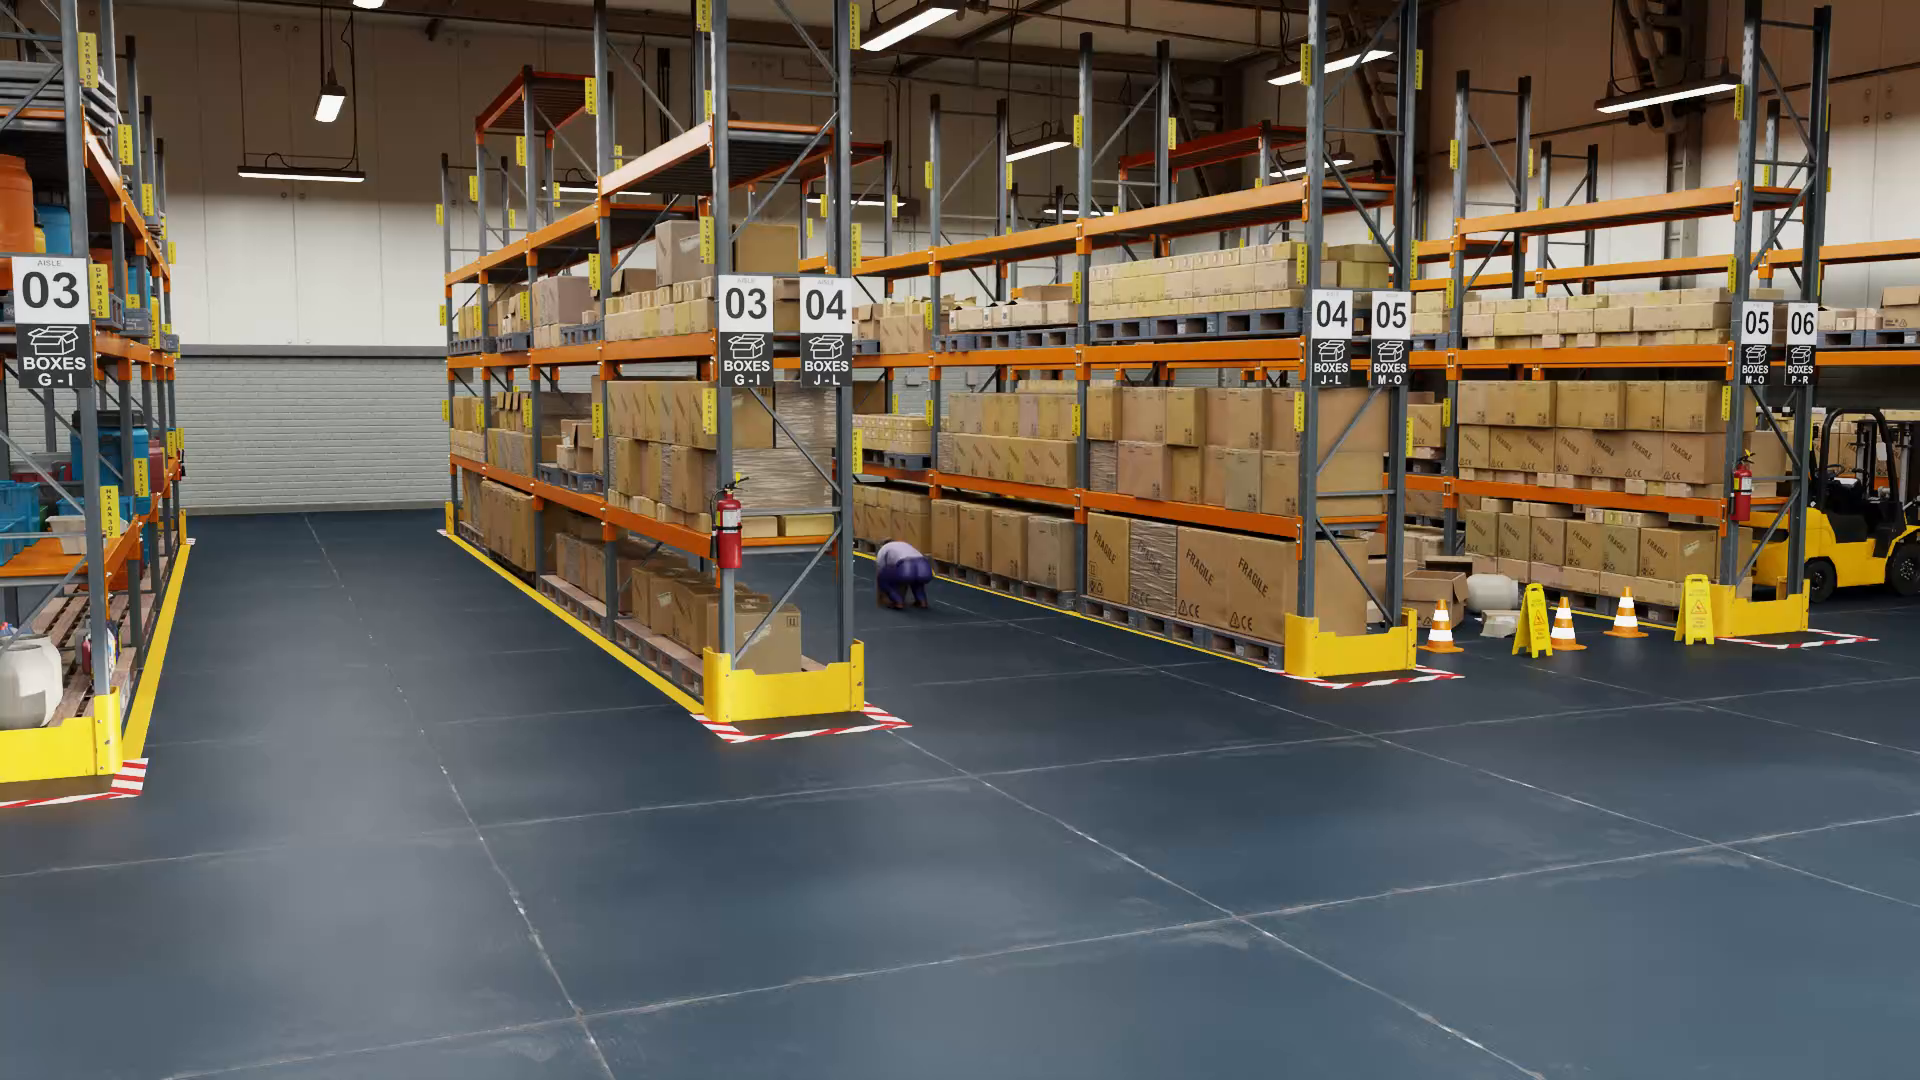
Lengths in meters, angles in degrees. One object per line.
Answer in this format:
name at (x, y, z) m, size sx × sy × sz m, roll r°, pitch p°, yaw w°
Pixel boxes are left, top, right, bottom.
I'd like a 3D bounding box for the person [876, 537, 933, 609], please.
person at (-0.637, 0.382, 18.135) m, size 0.515 × 0.784 × 0.866 m, roll -3°, pitch 6°, yaw -25°
